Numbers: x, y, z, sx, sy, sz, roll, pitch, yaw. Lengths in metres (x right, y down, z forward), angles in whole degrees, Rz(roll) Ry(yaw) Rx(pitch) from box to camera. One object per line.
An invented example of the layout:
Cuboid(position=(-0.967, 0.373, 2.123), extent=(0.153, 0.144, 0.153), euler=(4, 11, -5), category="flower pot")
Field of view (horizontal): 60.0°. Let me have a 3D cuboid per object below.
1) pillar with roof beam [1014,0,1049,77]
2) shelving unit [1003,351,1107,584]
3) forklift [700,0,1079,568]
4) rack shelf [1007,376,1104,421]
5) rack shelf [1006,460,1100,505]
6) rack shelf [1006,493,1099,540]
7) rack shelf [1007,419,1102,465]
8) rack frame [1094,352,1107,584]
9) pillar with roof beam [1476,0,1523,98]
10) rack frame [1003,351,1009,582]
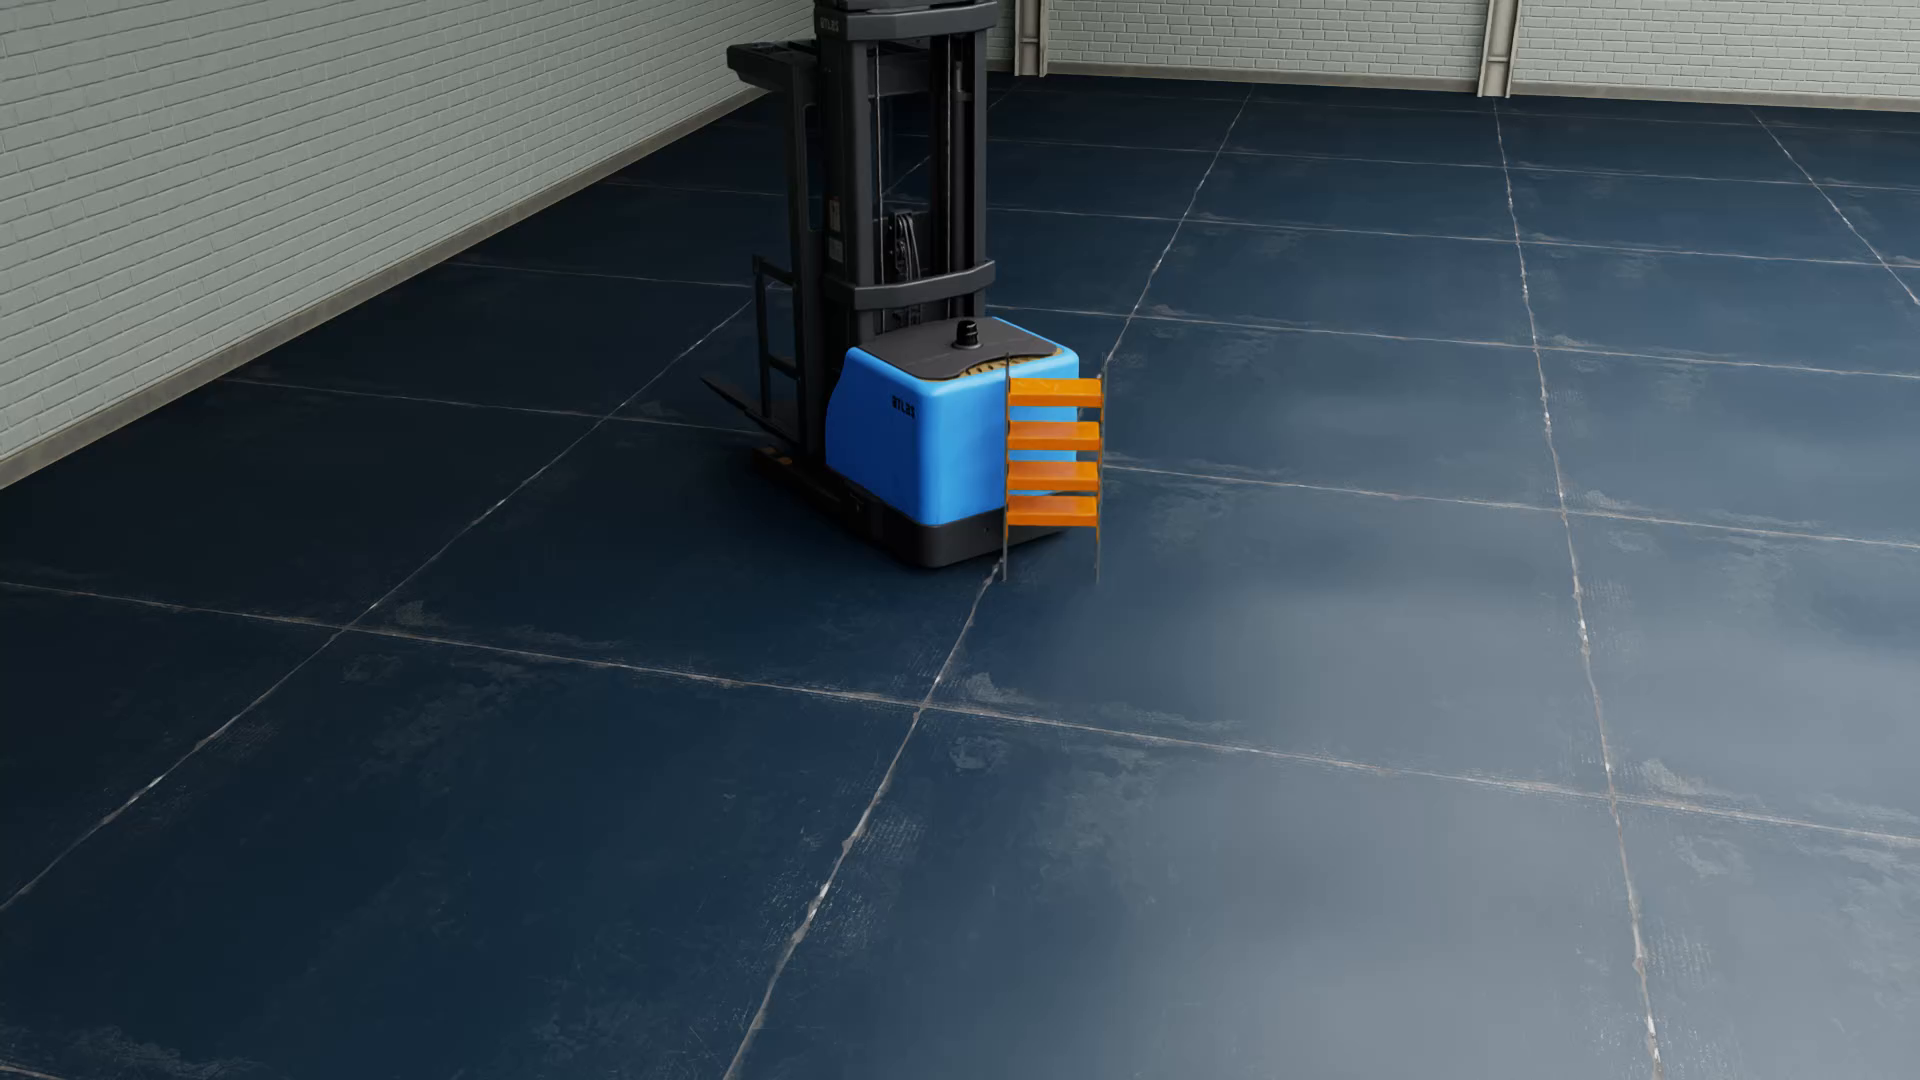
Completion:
Cuboid(position=(-0.114, -8.565, 16.772), extent=(0.400, 9.000, 9.100), euler=(6, 26, 13), category="pillar with roof beam")
Cuboid(position=(0.483, -0.365, 8.622), extent=(0.503, 1.200, 0.258), euler=(1, 25, 2), category="shelving unit")
Cuboid(position=(-0.596, -1.758, 9.533), extent=(1.130, 2.935, 3.031), euler=(-16, 30, -31), category="forklift")
Cuboid(position=(0.483, -0.720, 8.453), extent=(0.480, 0.148, 0.258), euler=(1, 25, 2), category="rack shelf")
Cuboid(position=(0.483, -0.305, 8.651), extent=(0.480, 0.148, 0.258), euler=(1, 25, 2), category="rack shelf")
Cuboid(position=(0.483, -0.125, 8.736), extent=(0.480, 0.148, 0.258), euler=(1, 25, 2), category="rack shelf")
Cuboid(position=(0.483, -0.507, 8.555), extent=(0.480, 0.148, 0.258), euler=(1, 25, 2), category="rack shelf")
Cuboid(position=(0.727, -0.361, 8.613), extent=(0.015, 1.200, 0.240), euler=(1, 25, 2), category="rack frame")
Cuboid(position=(5.697, -7.923, 15.423), extent=(0.400, 9.000, 9.100), euler=(6, 26, 13), category="pillar with roof beam")
Cuboid(position=(0.239, -0.370, 8.631), extent=(0.015, 1.200, 0.240), euler=(1, 25, 2), category="rack frame")
